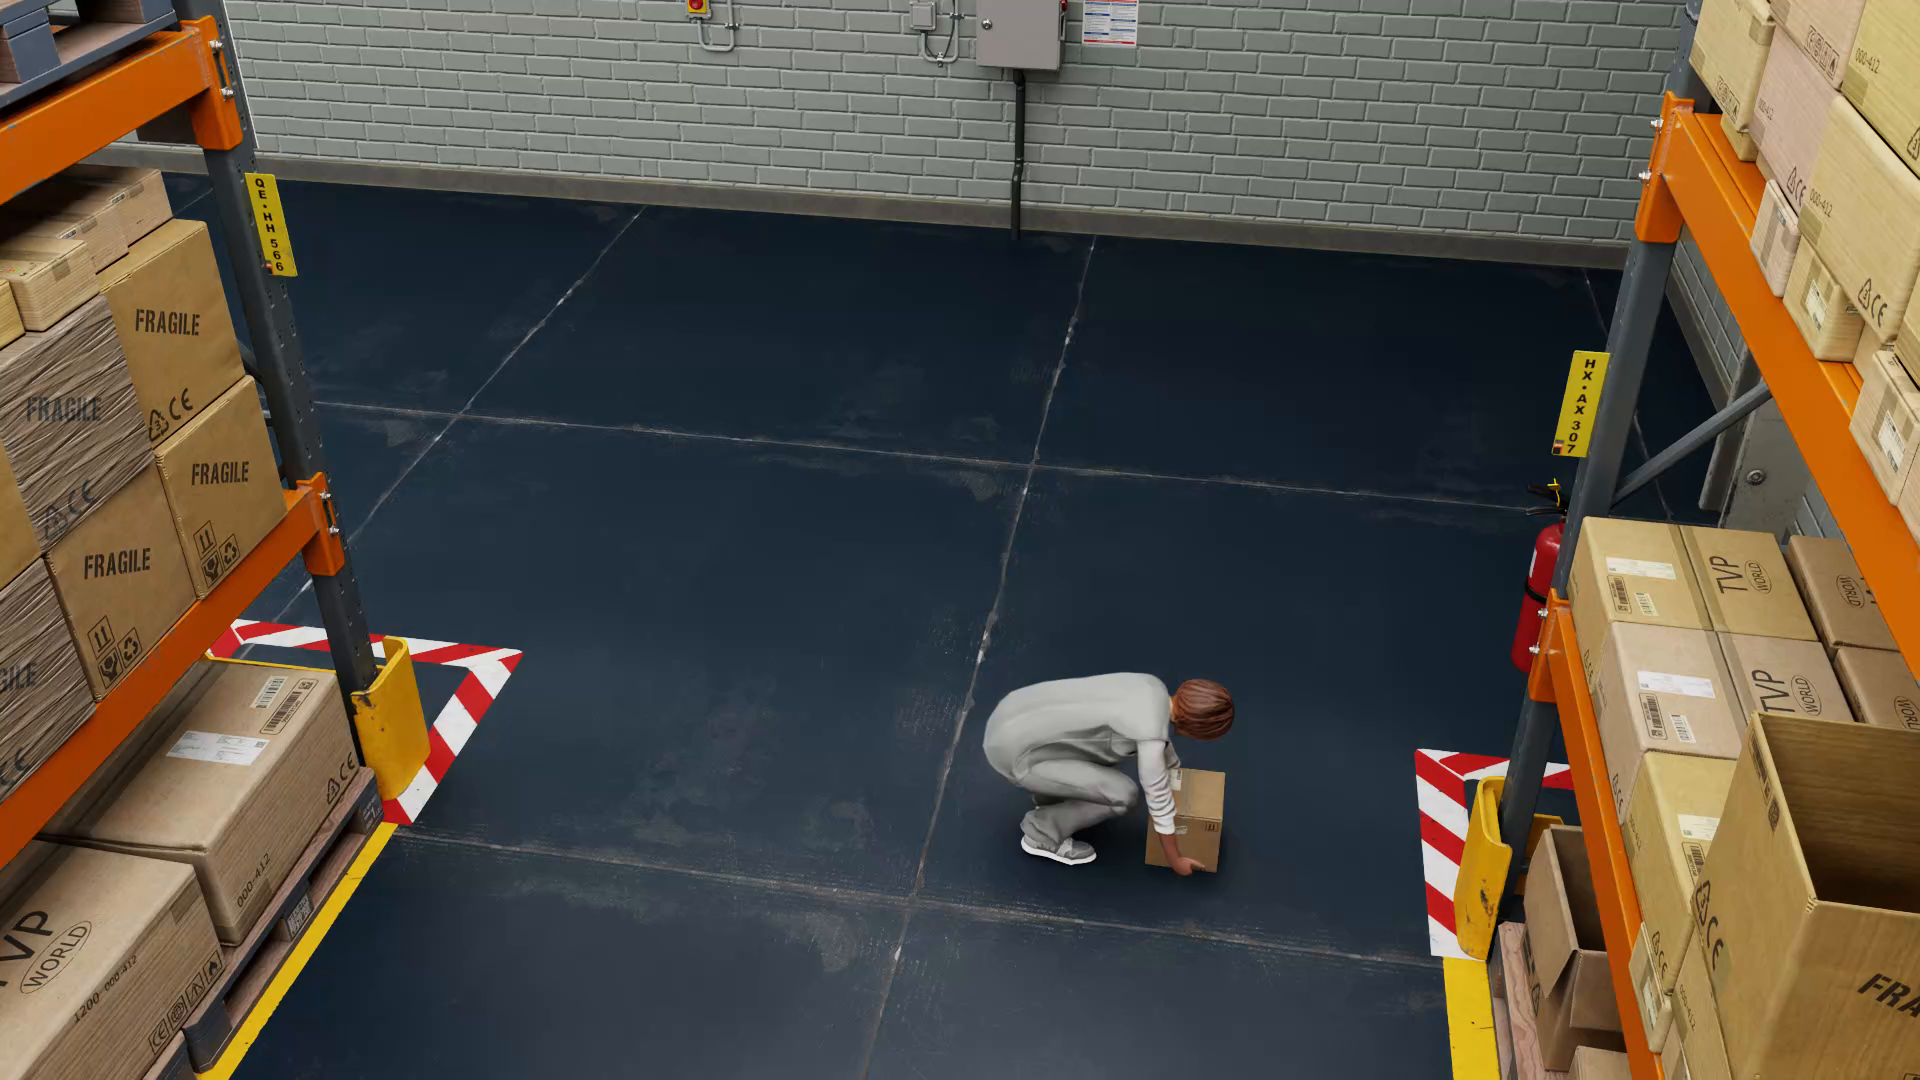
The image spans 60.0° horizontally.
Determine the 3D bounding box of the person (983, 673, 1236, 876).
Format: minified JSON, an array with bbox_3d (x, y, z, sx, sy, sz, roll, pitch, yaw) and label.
[{"bbox_3d":[0.512,0.784,5.789,0.839,0.724,0.422,5,33,7],"label":"person"}]
